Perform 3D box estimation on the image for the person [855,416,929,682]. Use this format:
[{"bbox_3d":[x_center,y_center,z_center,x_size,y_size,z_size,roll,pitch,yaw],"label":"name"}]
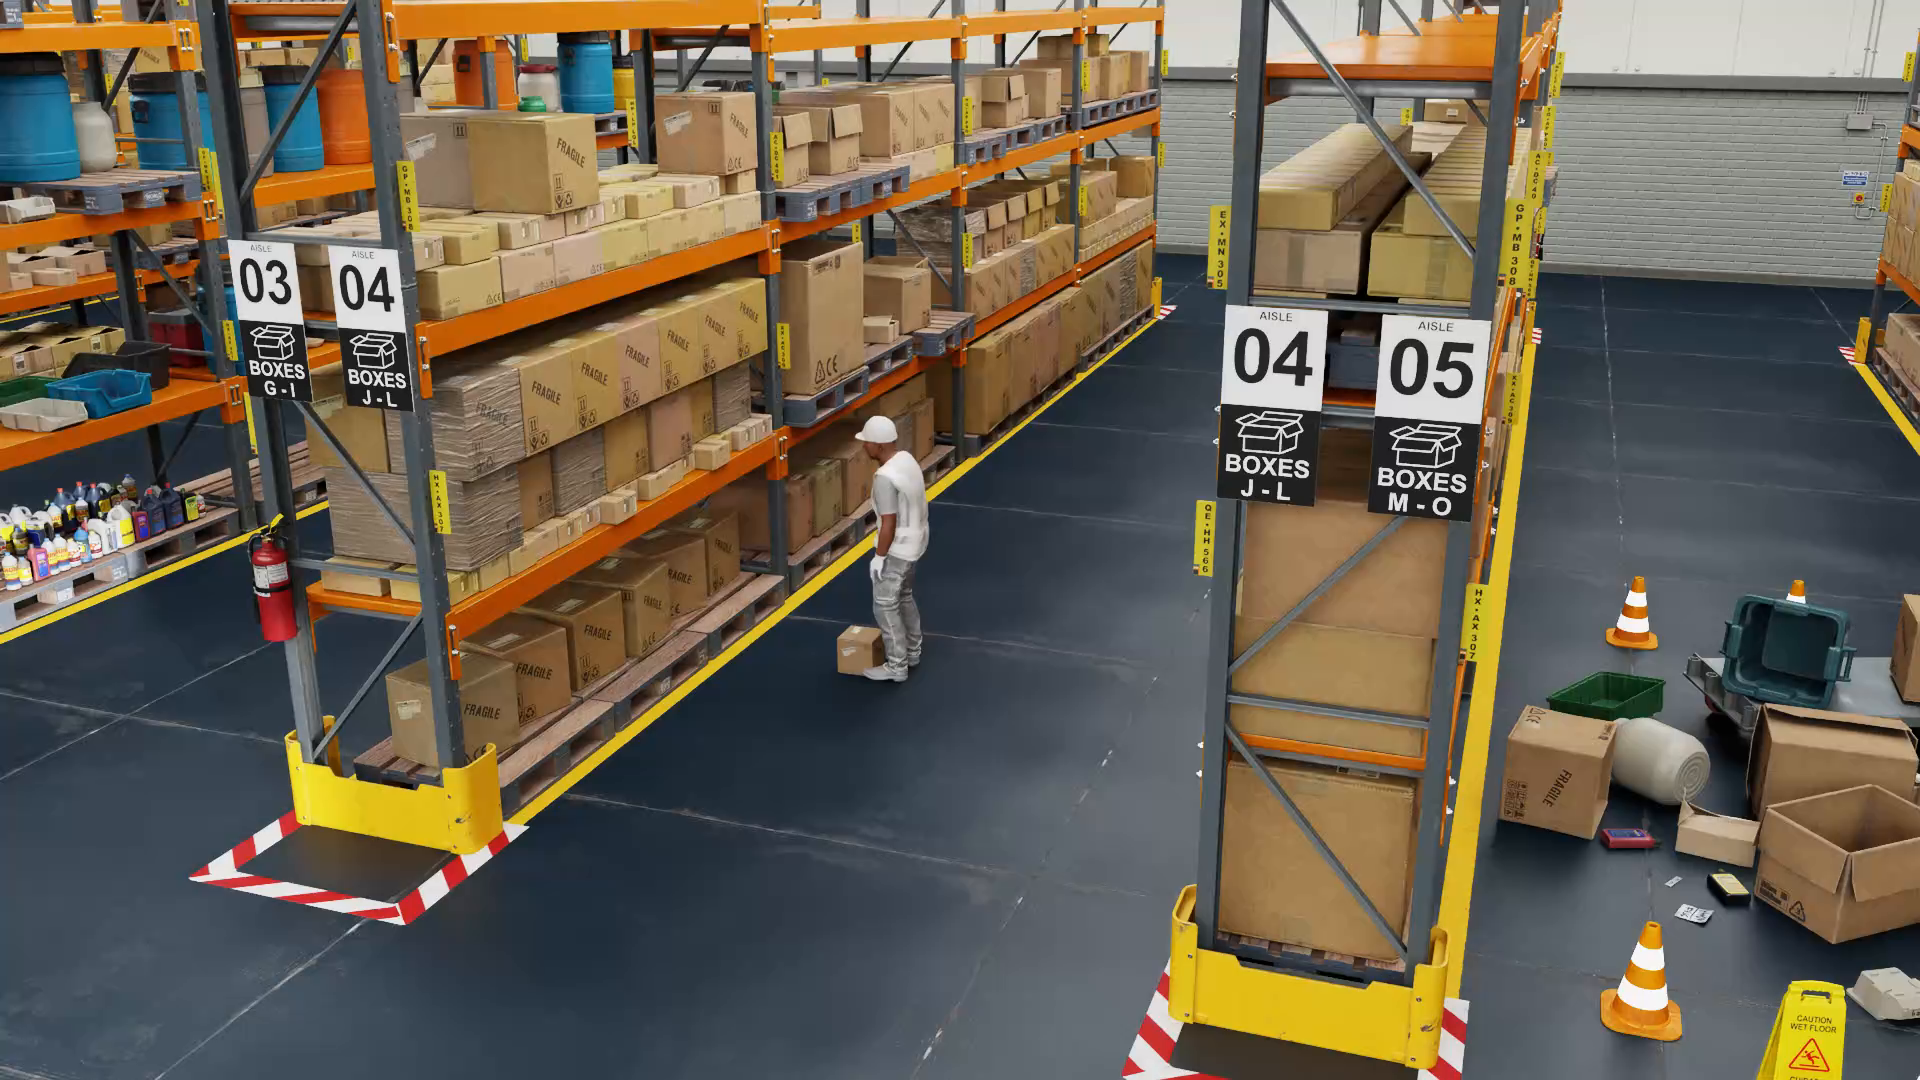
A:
[{"bbox_3d":[-0.443,0.050,10.893,0.452,1.773,0.625,5,19,15],"label":"person"}]
